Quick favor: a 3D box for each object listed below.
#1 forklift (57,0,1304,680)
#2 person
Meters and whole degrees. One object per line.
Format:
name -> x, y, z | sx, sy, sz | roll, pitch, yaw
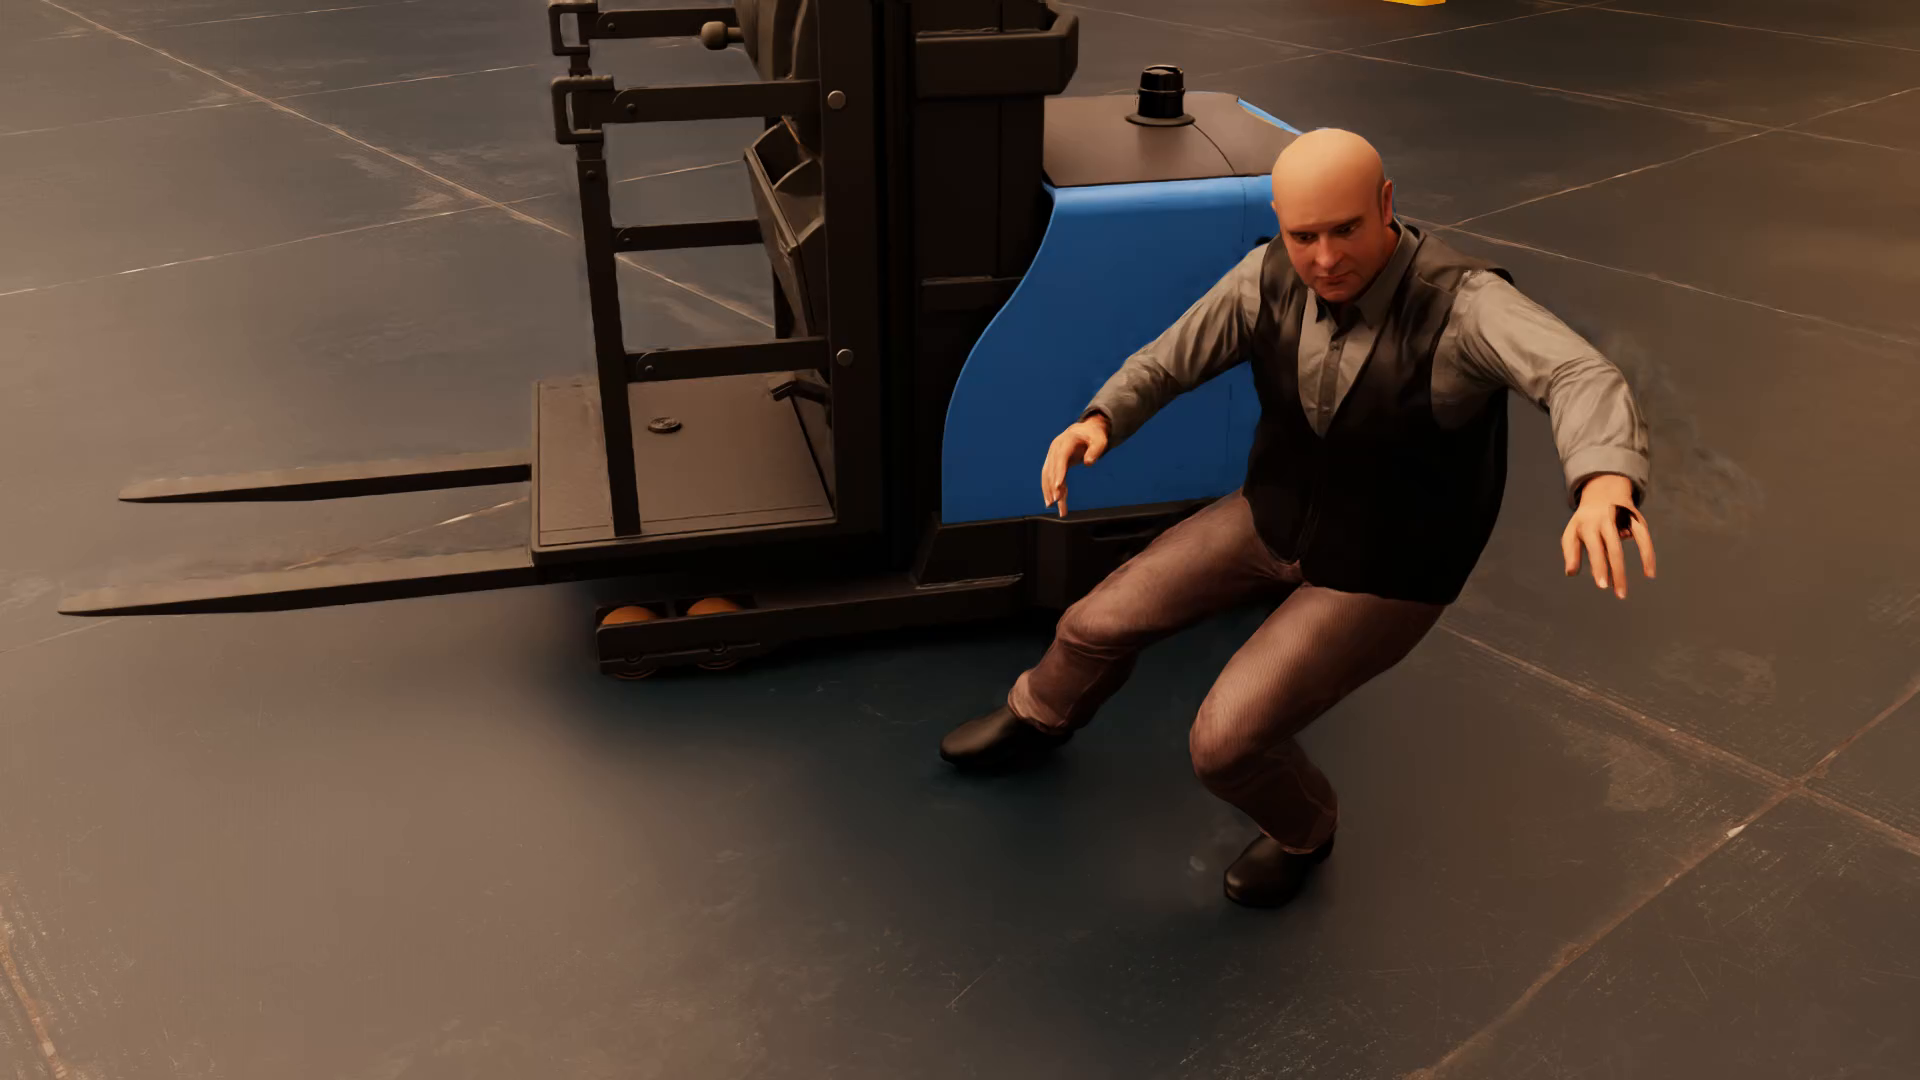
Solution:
forklift -> -0.596, -1.248, 3.718 | 3.031, 2.935, 1.130 | -6, 27, -11
person -> 0.541, 0.024, 2.823 | 0.784, 1.457, 1.457 | -24, 35, -39
